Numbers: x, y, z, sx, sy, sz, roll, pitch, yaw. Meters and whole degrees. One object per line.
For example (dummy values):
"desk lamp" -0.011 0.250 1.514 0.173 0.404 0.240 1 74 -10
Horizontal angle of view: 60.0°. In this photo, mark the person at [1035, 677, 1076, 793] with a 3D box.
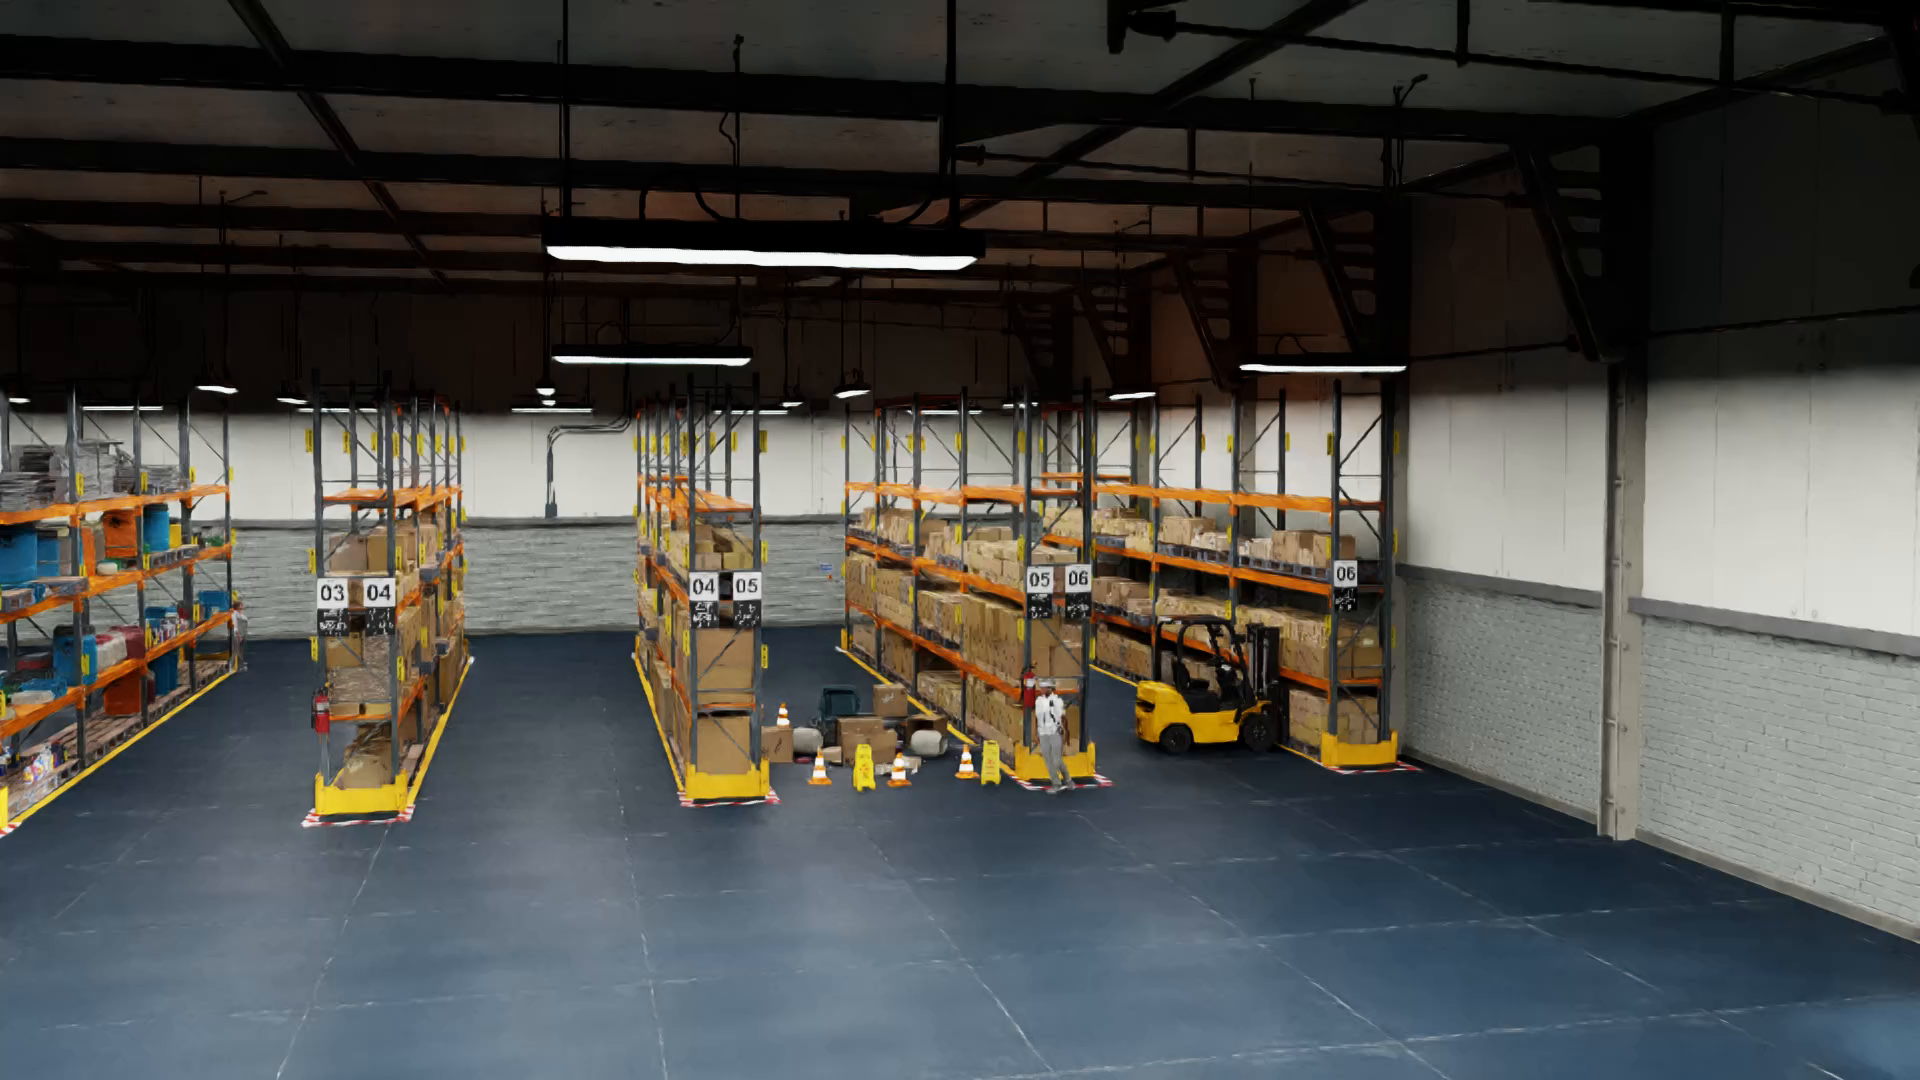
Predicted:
"person" 1.363 2.787 23.800 0.597 1.664 0.461 2 4 33

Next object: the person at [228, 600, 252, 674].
"person" -15.751 2.099 36.265 0.358 1.595 0.571 0 3 5
